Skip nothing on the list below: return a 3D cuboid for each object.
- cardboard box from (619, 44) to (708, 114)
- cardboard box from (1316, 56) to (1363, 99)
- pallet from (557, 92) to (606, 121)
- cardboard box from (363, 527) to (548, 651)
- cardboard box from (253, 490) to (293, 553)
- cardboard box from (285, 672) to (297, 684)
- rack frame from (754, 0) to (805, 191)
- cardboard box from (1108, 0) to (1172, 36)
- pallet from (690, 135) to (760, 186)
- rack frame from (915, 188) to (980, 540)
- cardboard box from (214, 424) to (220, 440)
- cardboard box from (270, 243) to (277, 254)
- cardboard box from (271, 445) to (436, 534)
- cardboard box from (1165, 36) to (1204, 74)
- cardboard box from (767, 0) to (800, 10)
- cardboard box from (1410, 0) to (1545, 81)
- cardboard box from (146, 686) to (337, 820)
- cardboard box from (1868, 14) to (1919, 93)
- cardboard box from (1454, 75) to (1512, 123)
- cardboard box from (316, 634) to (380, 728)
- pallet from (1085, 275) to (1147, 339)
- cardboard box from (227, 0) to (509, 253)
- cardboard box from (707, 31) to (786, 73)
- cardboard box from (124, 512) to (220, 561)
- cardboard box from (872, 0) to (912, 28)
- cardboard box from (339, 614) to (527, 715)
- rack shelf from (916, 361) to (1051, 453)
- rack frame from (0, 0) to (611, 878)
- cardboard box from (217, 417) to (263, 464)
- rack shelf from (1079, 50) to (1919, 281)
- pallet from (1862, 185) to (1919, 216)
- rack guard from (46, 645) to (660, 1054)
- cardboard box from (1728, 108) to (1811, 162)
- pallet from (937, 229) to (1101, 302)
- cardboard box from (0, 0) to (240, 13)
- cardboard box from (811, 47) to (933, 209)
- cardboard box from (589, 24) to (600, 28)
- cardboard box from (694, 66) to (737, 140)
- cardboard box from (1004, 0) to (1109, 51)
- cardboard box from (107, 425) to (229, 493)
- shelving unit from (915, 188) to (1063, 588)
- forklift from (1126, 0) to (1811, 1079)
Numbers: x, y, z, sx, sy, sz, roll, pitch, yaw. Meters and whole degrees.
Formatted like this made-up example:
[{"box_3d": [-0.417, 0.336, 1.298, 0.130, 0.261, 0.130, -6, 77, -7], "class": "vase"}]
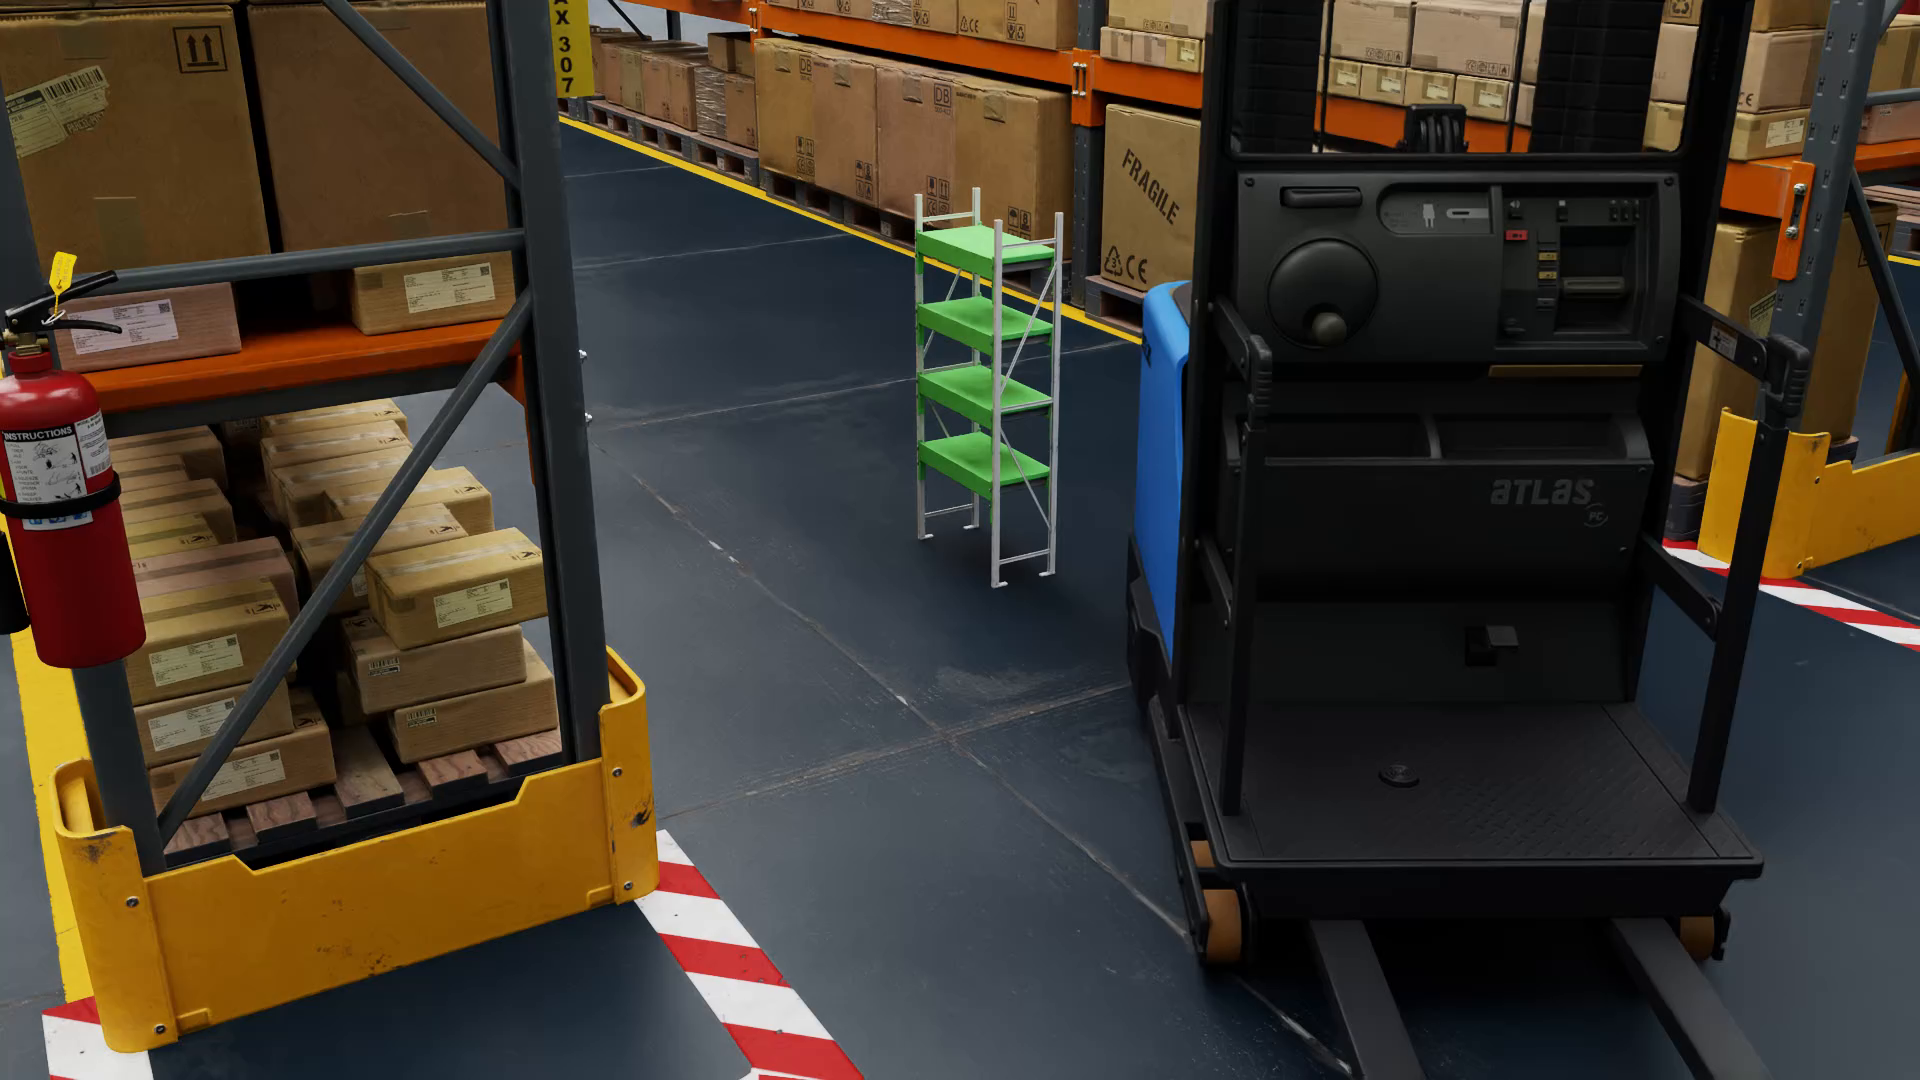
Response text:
[{"box_3d": [-2.514, -3.995, 14.391, 0.700, 0.500, 0.500, -13, 25, -29], "class": "cardboard box"}, {"box_3d": [1.712, -1.940, 6.933, 0.380, 0.149, 0.250, -13, 26, -30], "class": "cardboard box"}, {"box_3d": [-3.410, -4.229, 15.934, 1.003, 0.211, 1.213, -13, 25, -28], "class": "pallet"}, {"box_3d": [-1.198, 0.112, 3.991, 0.380, 0.149, 0.250, -14, 26, -31], "class": "cardboard box"}, {"box_3d": [-1.817, -0.068, 4.828, 0.380, 0.149, 0.250, -14, 26, -31], "class": "cardboard box"}, {"box_3d": [-1.825, 0.274, 3.988, 0.380, 0.149, 0.250, -13, 26, -29], "class": "cardboard box"}, {"box_3d": [-0.994, -4.015, 11.706, 1.000, 3.000, 0.127, -13, 25, -28], "class": "rack frame"}, {"box_3d": [1.064, -2.586, 7.994, 0.500, 0.250, 0.500, -13, 26, -29], "class": "cardboard box"}, {"box_3d": [-1.392, -2.976, 12.854, 1.003, 0.211, 1.213, -13, 25, -28], "class": "pallet"}, {"box_3d": [-0.040, -0.581, 5.648, 0.240, 1.200, 0.015, -13, 25, -28], "class": "rack frame"}, {"box_3d": [-2.221, -0.332, 5.477, 0.380, 0.149, 0.250, -14, 26, -31], "class": "cardboard box"}, {"box_3d": [-1.614, -0.785, 4.092, 0.380, 0.149, 0.250, -11, 25, -26], "class": "cardboard box"}, {"box_3d": [-1.659, -0.125, 4.574, 0.380, 0.149, 0.250, -14, 26, -31], "class": "cardboard box"}, {"box_3d": [1.184, -2.274, 7.755, 0.380, 0.149, 0.250, -12, 25, -27], "class": "cardboard box"}, {"box_3d": [-0.979, -3.852, 11.171, 0.500, 0.500, 0.500, -12, 25, -27], "class": "cardboard box"}, {"box_3d": [2.098, -1.928, 6.376, 0.500, 0.250, 0.500, -14, 26, -30], "class": "cardboard box"}, {"box_3d": [-1.671, 0.492, 3.846, 0.380, 0.149, 0.250, -12, 25, -27], "class": "cardboard box"}, {"box_3d": [3.080, -1.701, 5.816, 0.500, 0.250, 0.500, -13, 26, -30], "class": "cardboard box"}, {"box_3d": [2.105, -1.691, 6.322, 0.380, 0.149, 0.250, -13, 26, -29], "class": "cardboard box"}, {"box_3d": [-1.419, 0.322, 4.264, 0.380, 0.149, 0.250, -13, 25, -28], "class": "cardboard box"}, {"box_3d": [1.371, -1.167, 8.402, 1.003, 0.211, 1.213, -13, 25, -28], "class": "pallet"}, {"box_3d": [-1.215, -0.886, 3.481, 0.500, 0.500, 0.500, -11, 25, -26], "class": "cardboard box"}, {"box_3d": [-1.641, -3.789, 12.889, 0.500, 0.250, 0.500, -10, 24, -22], "class": "cardboard box"}, {"box_3d": [-2.032, 0.072, 4.088, 0.380, 0.149, 0.250, -13, 26, -29], "class": "cardboard box"}, {"box_3d": [-0.195, -3.358, 9.956, 0.500, 0.500, 0.500, -13, 25, -28], "class": "cardboard box"}, {"box_3d": [-1.270, 0.265, 4.008, 0.380, 0.149, 0.250, -11, 25, -26], "class": "cardboard box"}, {"box_3d": [0.085, -0.443, 5.478, 0.258, 0.148, 0.480, -13, 25, -28], "class": "rack shelf"}, {"box_3d": [-1.223, -0.504, 3.068, 1.000, 3.000, 0.127, -13, 25, -28], "class": "rack frame"}, {"box_3d": [-2.098, -0.373, 5.185, 0.380, 0.149, 0.250, -13, 25, -28], "class": "cardboard box"}, {"box_3d": [2.071, -1.739, 7.062, 1.077, 0.370, 4.000, -13, 25, -28], "class": "rack shelf"}, {"box_3d": [5.717, -2.150, 10.822, 1.003, 0.211, 1.213, -13, 25, -28], "class": "pallet"}, {"box_3d": [-1.262, 0.630, 3.599, 1.175, 0.500, 0.348, -13, 25, -28], "class": "rack guard"}, {"box_3d": [2.628, -1.361, 5.509, 0.380, 0.149, 0.250, -12, 25, -27], "class": "cardboard box"}, {"box_3d": [0.591, -1.664, 9.624, 1.003, 0.211, 1.213, -13, 25, -28], "class": "pallet"}, {"box_3d": [-1.670, -1.251, 3.051, 0.500, 0.500, 0.500, -13, 26, -29], "class": "cardboard box"}, {"box_3d": [-0.210, -2.708, 10.754, 1.225, 0.875, 0.875, -13, 25, -28], "class": "cardboard box"}, {"box_3d": [-3.891, -4.853, 16.530, 0.500, 0.500, 0.500, -15, 27, -33], "class": "cardboard box"}, {"box_3d": [-1.647, -3.451, 13.053, 0.700, 0.500, 0.500, -15, 27, -33], "class": "cardboard box"}, {"box_3d": [0.576, -2.865, 8.744, 0.500, 0.500, 0.500, -13, 25, -28], "class": "cardboard box"}, {"box_3d": [-2.334, -0.207, 4.775, 0.380, 0.149, 0.250, -14, 26, -30], "class": "cardboard box"}, {"box_3d": [0.085, -0.502, 5.454, 0.258, 1.200, 0.503, -13, 25, -28], "class": "shelving unit"}, {"box_3d": [1.051, -0.564, 3.306, 1.130, 2.935, 3.031, 0, 22, -1], "class": "forklift"}]
